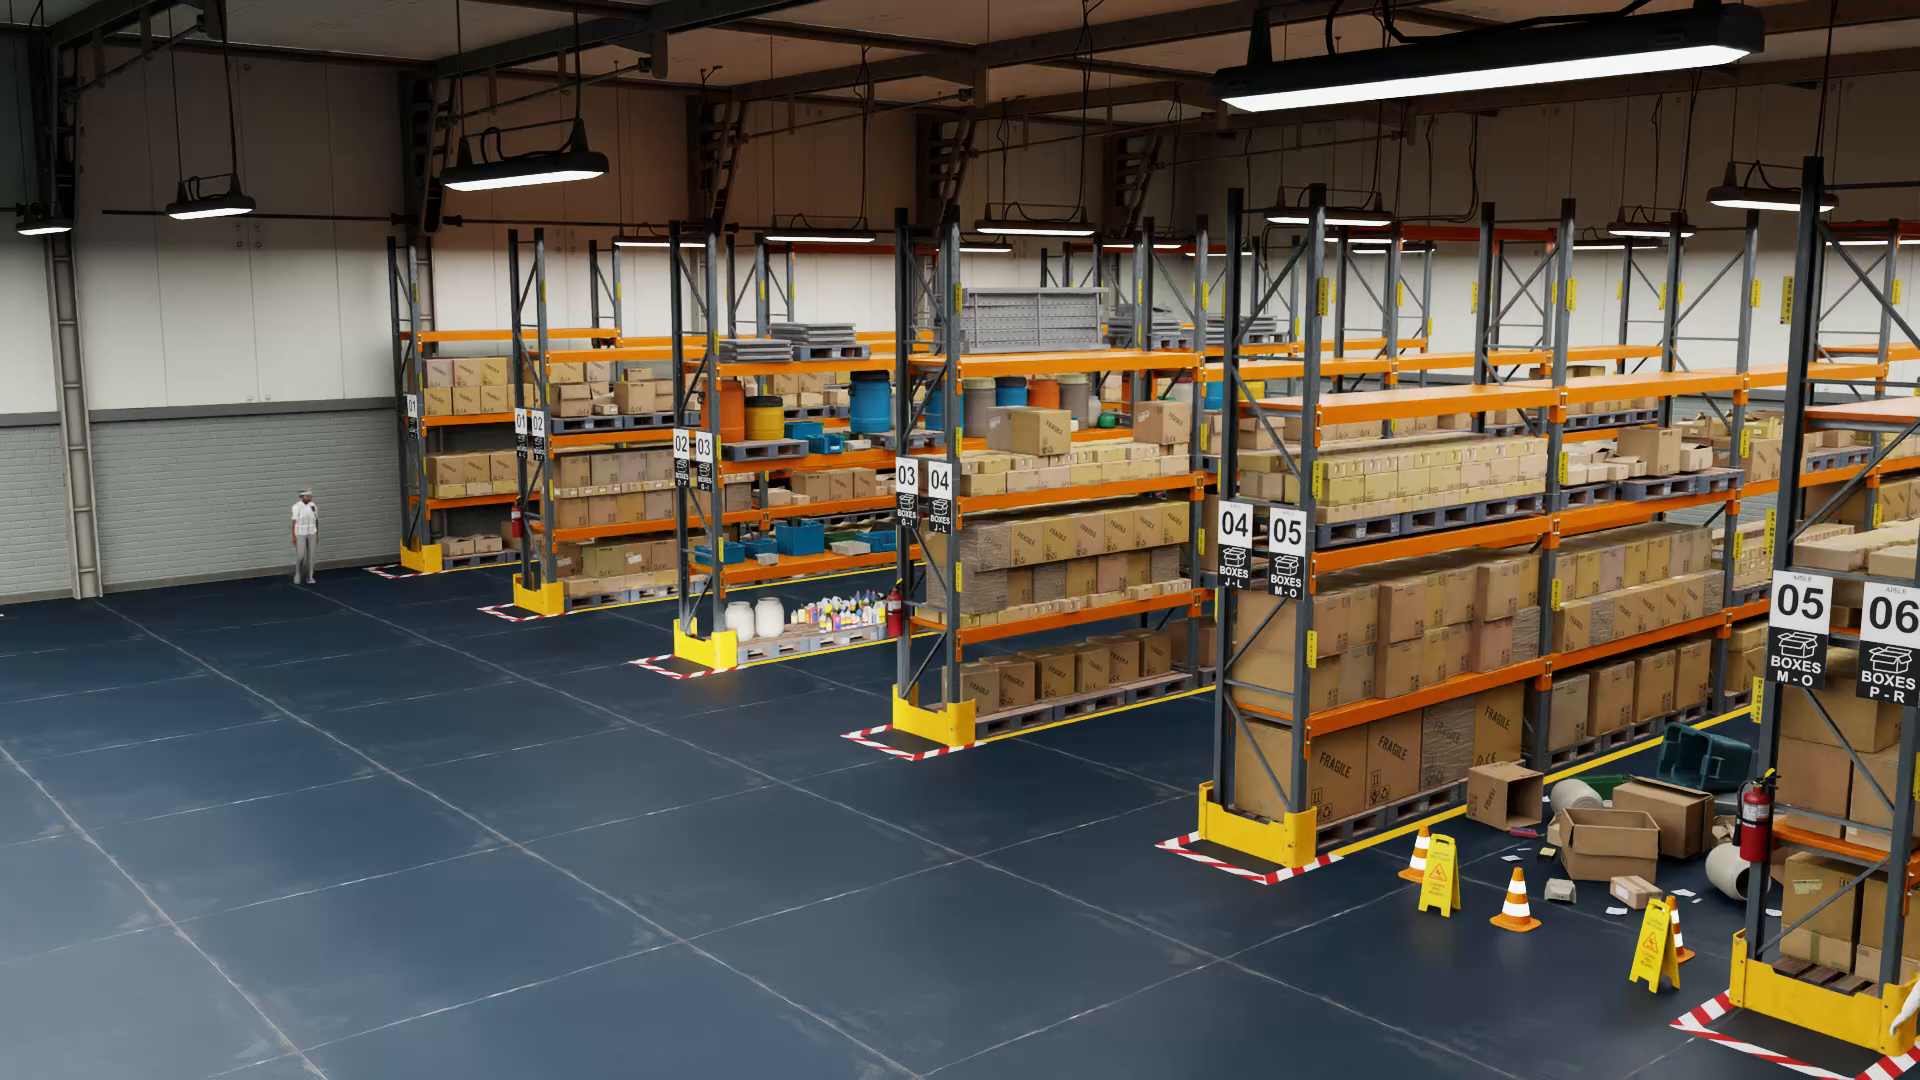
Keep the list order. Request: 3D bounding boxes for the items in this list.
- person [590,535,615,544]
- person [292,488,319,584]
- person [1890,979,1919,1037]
[{"bbox_3d":[-6.215,-0.191,29.352,0.569,1.730,1.057,6,10,32],"label":"person"},{"bbox_3d":[-11.297,-0.077,28.693,0.480,1.678,0.427,-9,12,-44],"label":"person"},{"bbox_3d":[5.724,2.874,9.726,1.060,1.611,0.536,0,9,-2],"label":"person"}]
